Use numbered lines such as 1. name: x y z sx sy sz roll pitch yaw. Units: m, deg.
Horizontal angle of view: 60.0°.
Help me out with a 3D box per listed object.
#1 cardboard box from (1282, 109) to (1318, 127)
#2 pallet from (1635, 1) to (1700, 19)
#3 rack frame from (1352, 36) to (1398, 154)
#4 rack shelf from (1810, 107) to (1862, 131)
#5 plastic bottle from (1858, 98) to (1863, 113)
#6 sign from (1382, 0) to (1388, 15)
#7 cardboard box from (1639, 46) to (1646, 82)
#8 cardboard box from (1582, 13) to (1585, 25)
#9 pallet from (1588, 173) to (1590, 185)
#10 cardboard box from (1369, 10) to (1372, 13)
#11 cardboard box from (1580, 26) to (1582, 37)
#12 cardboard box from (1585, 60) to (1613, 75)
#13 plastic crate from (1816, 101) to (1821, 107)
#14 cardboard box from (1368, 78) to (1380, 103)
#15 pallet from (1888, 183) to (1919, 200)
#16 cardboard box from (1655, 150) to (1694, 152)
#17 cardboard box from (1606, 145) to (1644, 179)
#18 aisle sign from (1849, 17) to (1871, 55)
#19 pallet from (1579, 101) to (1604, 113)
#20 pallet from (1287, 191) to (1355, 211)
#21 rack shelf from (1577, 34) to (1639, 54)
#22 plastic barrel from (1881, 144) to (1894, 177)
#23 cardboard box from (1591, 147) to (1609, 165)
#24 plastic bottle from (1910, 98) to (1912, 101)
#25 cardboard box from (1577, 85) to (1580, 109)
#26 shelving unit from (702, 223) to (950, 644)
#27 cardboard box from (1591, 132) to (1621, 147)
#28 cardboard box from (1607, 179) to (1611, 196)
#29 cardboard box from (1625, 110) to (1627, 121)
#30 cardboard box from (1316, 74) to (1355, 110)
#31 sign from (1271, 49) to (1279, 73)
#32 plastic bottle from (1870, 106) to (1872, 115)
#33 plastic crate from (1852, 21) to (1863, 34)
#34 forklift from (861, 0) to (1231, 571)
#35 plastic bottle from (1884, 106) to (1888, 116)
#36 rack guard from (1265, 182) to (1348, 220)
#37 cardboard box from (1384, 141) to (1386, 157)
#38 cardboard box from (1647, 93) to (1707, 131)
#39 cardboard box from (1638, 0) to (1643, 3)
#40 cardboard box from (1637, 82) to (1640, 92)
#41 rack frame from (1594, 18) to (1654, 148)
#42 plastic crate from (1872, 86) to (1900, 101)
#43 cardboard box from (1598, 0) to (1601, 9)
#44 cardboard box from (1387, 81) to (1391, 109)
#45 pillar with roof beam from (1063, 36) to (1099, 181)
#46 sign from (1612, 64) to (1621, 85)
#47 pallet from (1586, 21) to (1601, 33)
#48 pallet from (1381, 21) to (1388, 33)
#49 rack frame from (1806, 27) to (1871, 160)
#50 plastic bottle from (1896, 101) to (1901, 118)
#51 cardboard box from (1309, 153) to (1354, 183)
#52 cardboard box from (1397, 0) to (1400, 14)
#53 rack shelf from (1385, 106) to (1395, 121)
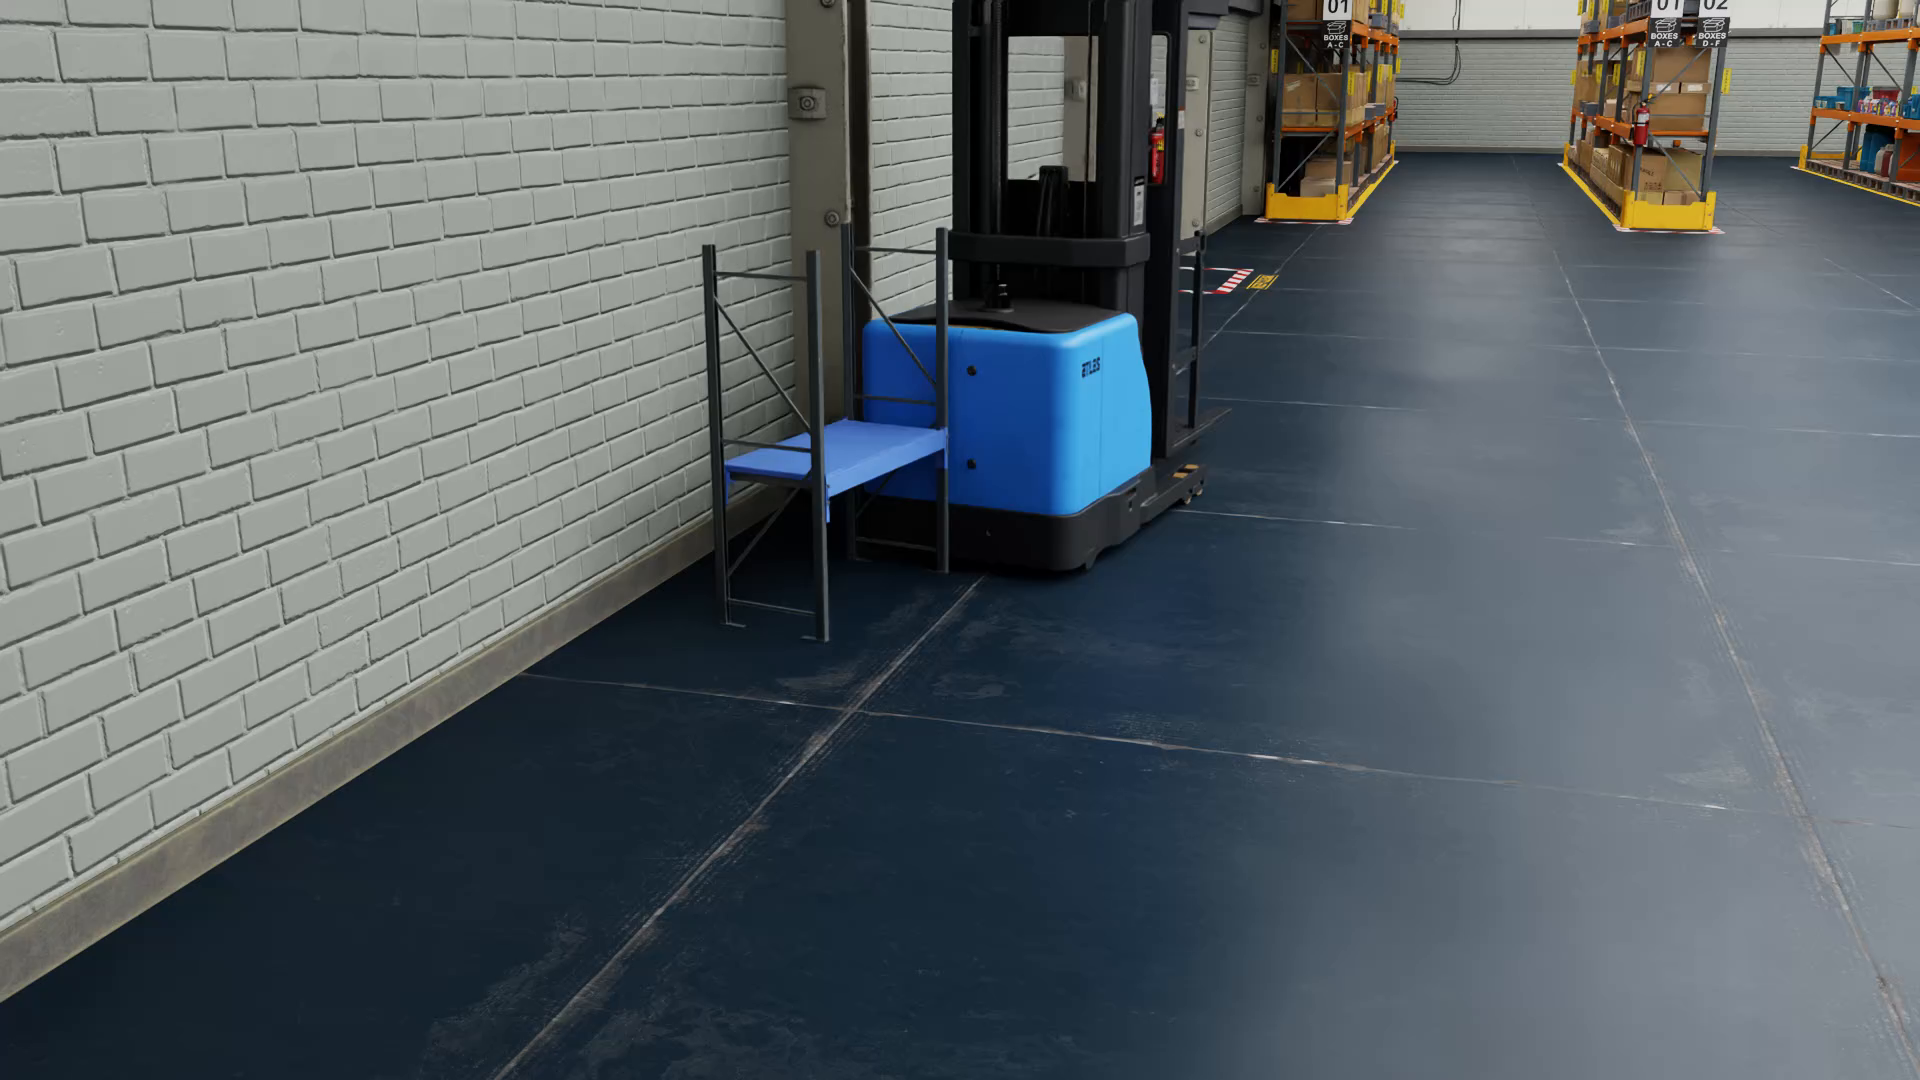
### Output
1. cardboard box: 5.042 -6.264 24.656 0.500 0.250 0.500 5 17 17
2. pallet: 10.416 -7.710 24.180 1.003 0.211 1.213 5 16 16
3. rack frame: 9.642 -10.376 38.912 1.000 3.000 0.127 5 16 16
4. rack shelf: 18.572 -8.738 34.457 1.077 0.370 4.000 5 16 16
5. plastic bottle: 17.453 -8.407 32.186 0.061 0.283 0.133 5 16 16
6. sign: 7.888 -9.932 30.903 0.100 0.325 0.005 5 16 16
7. cardboard box: 10.435 -7.015 24.502 0.700 0.500 0.500 5 16 16
8. cardboard box: 13.848 -11.359 36.242 0.500 0.250 0.500 5 16 16
9. pallet: 12.368 -6.750 31.241 1.003 0.211 1.213 5 16 16
10. cardboard box: 7.449 -10.114 31.505 0.700 0.500 0.500 3 16 12
11. cardboard box: 14.003 -11.249 36.768 0.500 0.250 0.500 5 16 16
12. cardboard box: 13.151 -9.627 34.259 0.500 0.500 0.500 5 17 16
13. plastic crate: 18.584 -9.393 35.821 0.250 0.136 0.298 5 16 16
14. cardboard box: 7.752 -8.591 31.854 0.500 0.500 0.500 5 17 18
15. pallet: 16.610 -5.973 28.501 1.003 0.211 1.213 5 16 16
16. cardboard box: 10.640 -5.562 24.836 0.500 0.500 0.500 5 16 16
17. cardboard box: 10.550 -5.996 26.366 0.500 0.500 0.500 5 16 16
18. aisle sign: 19.442 -10.854 35.835 0.394 0.787 0.004 5 16 16
19. pallet: 12.924 -8.653 33.191 1.003 0.211 1.213 5 16 16
20. pallet: 5.730 -5.396 26.466 1.003 0.211 1.213 5 16 16
21. rack shelf: 13.824 -10.566 35.406 1.077 0.370 4.000 5 16 16
22. plastic barrel: 17.311 -6.981 30.594 0.600 0.588 0.708 5 16 16
23. cardboard box: 11.689 -6.934 30.021 0.500 0.311 0.500 5 17 18
24. plastic bottle: 18.004 -8.223 31.413 0.144 0.351 0.185 5 16 16
25. cardboard box: 13.583 -9.548 35.811 0.500 0.500 0.500 5 17 17
26. shelving unit: -0.508 -0.479 6.770 0.538 1.500 1.048 8 18 26
27. cardboard box: 12.172 -7.547 31.341 0.500 0.250 0.500 5 17 18
28. cardboard box: 10.413 -5.504 26.006 0.500 0.250 0.500 5 16 16
29. cardboard box: 11.080 -6.913 26.979 0.500 0.250 0.500 6 17 19
30. cardboard box: 5.519 -6.589 24.428 0.500 0.500 0.500 5 16 16
31. sign: 4.569 -6.947 24.123 0.100 0.325 0.005 5 16 16
32. plastic bottle: 17.185 -8.103 31.265 0.097 0.201 0.097 0 16 0
33. plastic crate: 17.957 -10.186 33.055 0.416 0.233 0.300 5 16 16
34. forklift: 0.639 -1.634 8.220 1.130 2.935 3.031 7 17 24
35. plastic bottle: 16.855 -7.800 30.195 0.097 0.201 0.097 0 16 0
36. rack guard: 5.117 -5.007 24.565 1.175 0.500 0.348 5 16 16
37. cardboard box: 9.255 -8.922 37.598 0.700 0.500 0.500 4 16 14
38. cardboard box: 9.991 -5.976 23.217 0.700 0.500 0.500 5 16 16
39. cardboard box: 10.393 -8.194 24.509 0.797 0.503 0.637 7 17 22
40. cardboard box: 10.210 -6.687 24.537 0.380 0.149 0.250 4 16 15
41. rack frame: 12.119 -7.899 30.182 1.000 3.000 0.127 5 16 16
42. plastic crate: 18.498 -8.835 33.252 0.402 0.464 0.583 5 16 16
43. cardboard box: 13.357 -11.048 33.772 0.700 0.500 0.500 5 16 16
44. cardboard box: 8.888 -9.805 36.350 0.980 0.700 0.700 4 16 14
45. pillar with roof beam: 5.182 -5.853 11.972 9.100 9.000 0.400 5 16 16
46. sign: 10.459 -7.411 26.485 0.100 0.325 0.005 5 16 16
47. pallet: 12.711 -9.862 31.948 1.213 0.211 1.003 5 16 16
48. pallet: 7.501 -9.807 31.758 1.213 0.211 1.003 5 17 18
49. rack frame: 19.141 -9.607 36.204 1.000 3.000 0.127 5 16 16
50. plastic bottle: 16.573 -7.597 29.330 0.061 0.283 0.133 5 16 16
51. cardboard box: 6.425 -6.439 28.808 0.700 0.500 0.500 5 17 18
52. cardboard box: 9.543 -12.015 37.142 0.500 0.500 0.500 5 17 18
53. rack shelf: 9.074 -9.506 37.166 1.077 0.370 4.000 5 16 16
